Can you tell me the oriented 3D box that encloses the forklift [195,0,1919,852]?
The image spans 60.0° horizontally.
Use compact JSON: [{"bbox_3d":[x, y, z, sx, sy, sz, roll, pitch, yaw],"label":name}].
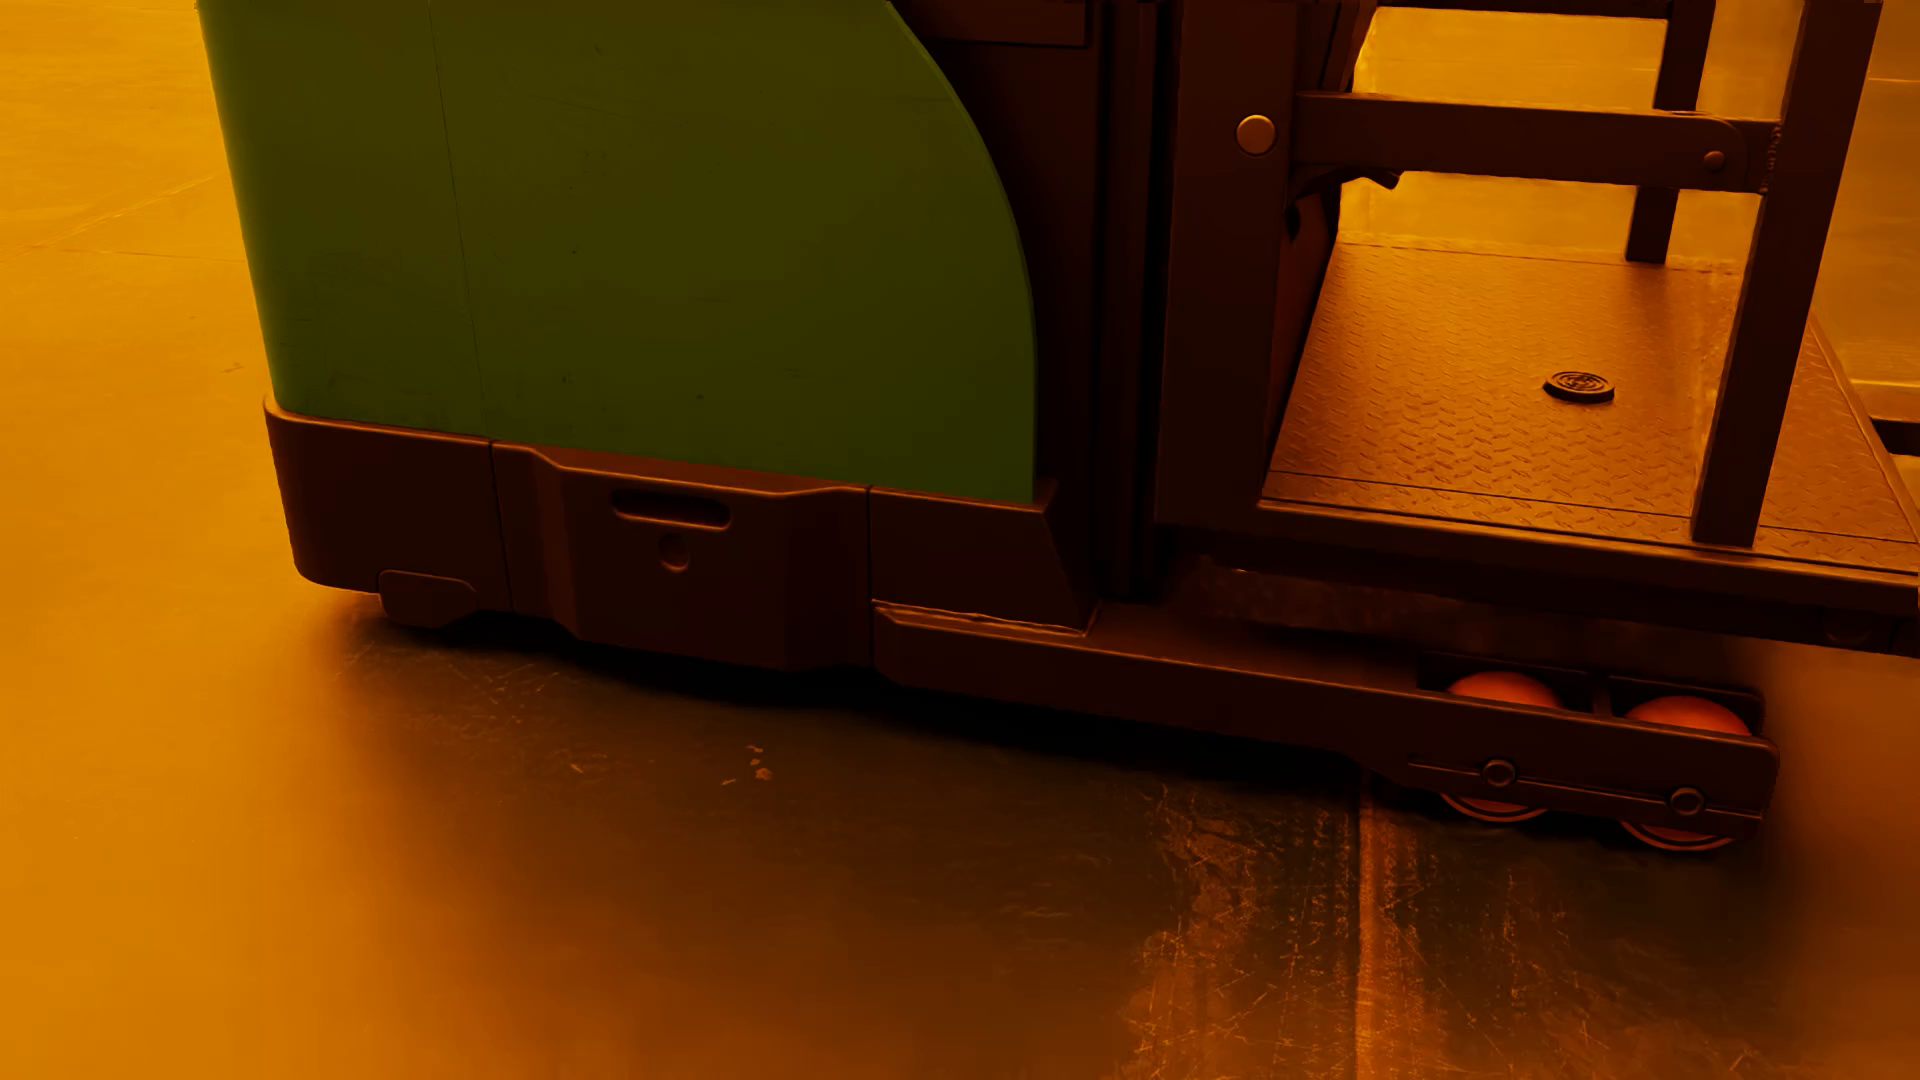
[{"bbox_3d":[0.659,-1.234,1.693,3.031,2.935,1.130,7,28,14],"label":"forklift"}]
